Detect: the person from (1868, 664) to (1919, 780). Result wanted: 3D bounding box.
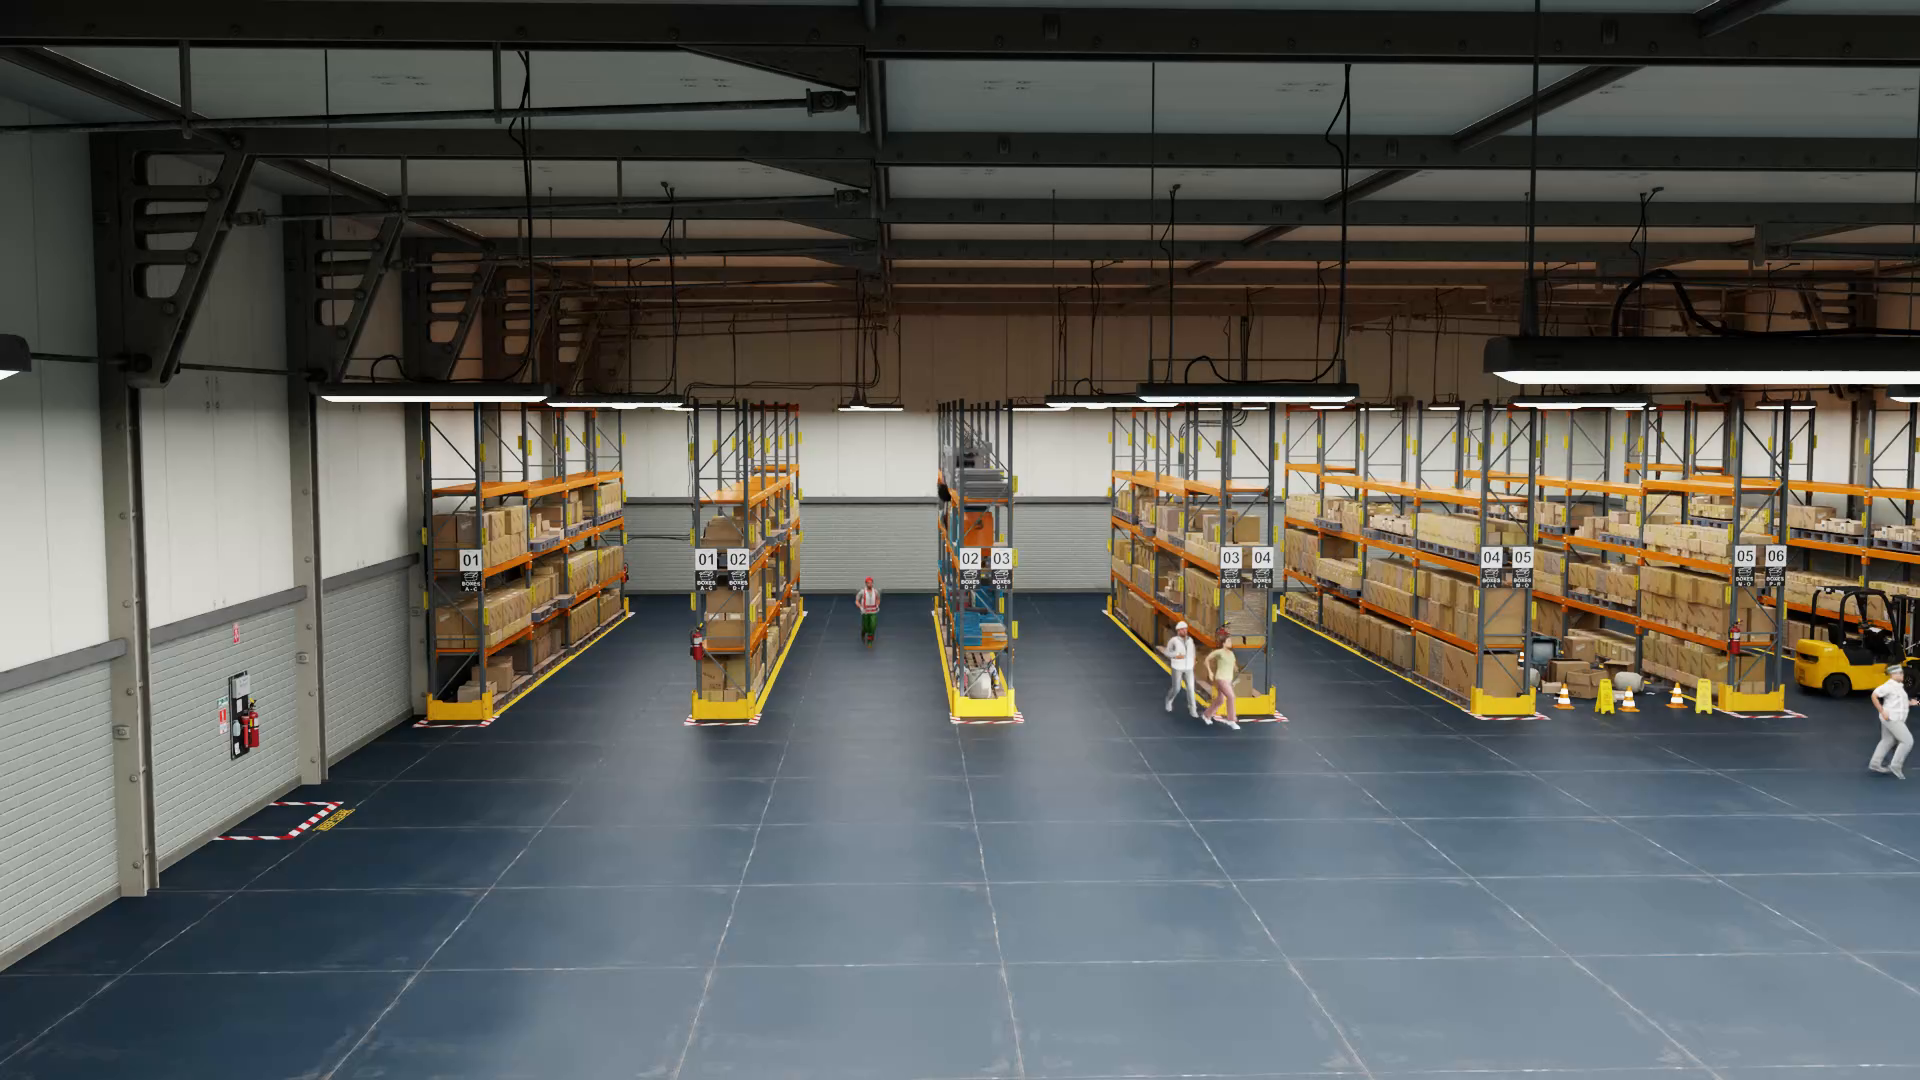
[{"bbox_3d":[14.731,2.857,26.194,0.699,1.833,0.645,3,5,35],"label":"person"}]

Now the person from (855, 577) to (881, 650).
[{"bbox_3d":[-2.218,1.777,40.450,0.649,1.755,0.761,-1,5,-18],"label":"person"}]

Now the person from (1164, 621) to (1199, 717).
[{"bbox_3d":[4.198,2.416,31.439,0.693,1.761,0.960,-1,5,-16],"label":"person"}]

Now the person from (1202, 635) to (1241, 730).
[{"bbox_3d":[4.863,2.577,30.371,0.868,1.665,0.583,4,6,43],"label":"person"}]
